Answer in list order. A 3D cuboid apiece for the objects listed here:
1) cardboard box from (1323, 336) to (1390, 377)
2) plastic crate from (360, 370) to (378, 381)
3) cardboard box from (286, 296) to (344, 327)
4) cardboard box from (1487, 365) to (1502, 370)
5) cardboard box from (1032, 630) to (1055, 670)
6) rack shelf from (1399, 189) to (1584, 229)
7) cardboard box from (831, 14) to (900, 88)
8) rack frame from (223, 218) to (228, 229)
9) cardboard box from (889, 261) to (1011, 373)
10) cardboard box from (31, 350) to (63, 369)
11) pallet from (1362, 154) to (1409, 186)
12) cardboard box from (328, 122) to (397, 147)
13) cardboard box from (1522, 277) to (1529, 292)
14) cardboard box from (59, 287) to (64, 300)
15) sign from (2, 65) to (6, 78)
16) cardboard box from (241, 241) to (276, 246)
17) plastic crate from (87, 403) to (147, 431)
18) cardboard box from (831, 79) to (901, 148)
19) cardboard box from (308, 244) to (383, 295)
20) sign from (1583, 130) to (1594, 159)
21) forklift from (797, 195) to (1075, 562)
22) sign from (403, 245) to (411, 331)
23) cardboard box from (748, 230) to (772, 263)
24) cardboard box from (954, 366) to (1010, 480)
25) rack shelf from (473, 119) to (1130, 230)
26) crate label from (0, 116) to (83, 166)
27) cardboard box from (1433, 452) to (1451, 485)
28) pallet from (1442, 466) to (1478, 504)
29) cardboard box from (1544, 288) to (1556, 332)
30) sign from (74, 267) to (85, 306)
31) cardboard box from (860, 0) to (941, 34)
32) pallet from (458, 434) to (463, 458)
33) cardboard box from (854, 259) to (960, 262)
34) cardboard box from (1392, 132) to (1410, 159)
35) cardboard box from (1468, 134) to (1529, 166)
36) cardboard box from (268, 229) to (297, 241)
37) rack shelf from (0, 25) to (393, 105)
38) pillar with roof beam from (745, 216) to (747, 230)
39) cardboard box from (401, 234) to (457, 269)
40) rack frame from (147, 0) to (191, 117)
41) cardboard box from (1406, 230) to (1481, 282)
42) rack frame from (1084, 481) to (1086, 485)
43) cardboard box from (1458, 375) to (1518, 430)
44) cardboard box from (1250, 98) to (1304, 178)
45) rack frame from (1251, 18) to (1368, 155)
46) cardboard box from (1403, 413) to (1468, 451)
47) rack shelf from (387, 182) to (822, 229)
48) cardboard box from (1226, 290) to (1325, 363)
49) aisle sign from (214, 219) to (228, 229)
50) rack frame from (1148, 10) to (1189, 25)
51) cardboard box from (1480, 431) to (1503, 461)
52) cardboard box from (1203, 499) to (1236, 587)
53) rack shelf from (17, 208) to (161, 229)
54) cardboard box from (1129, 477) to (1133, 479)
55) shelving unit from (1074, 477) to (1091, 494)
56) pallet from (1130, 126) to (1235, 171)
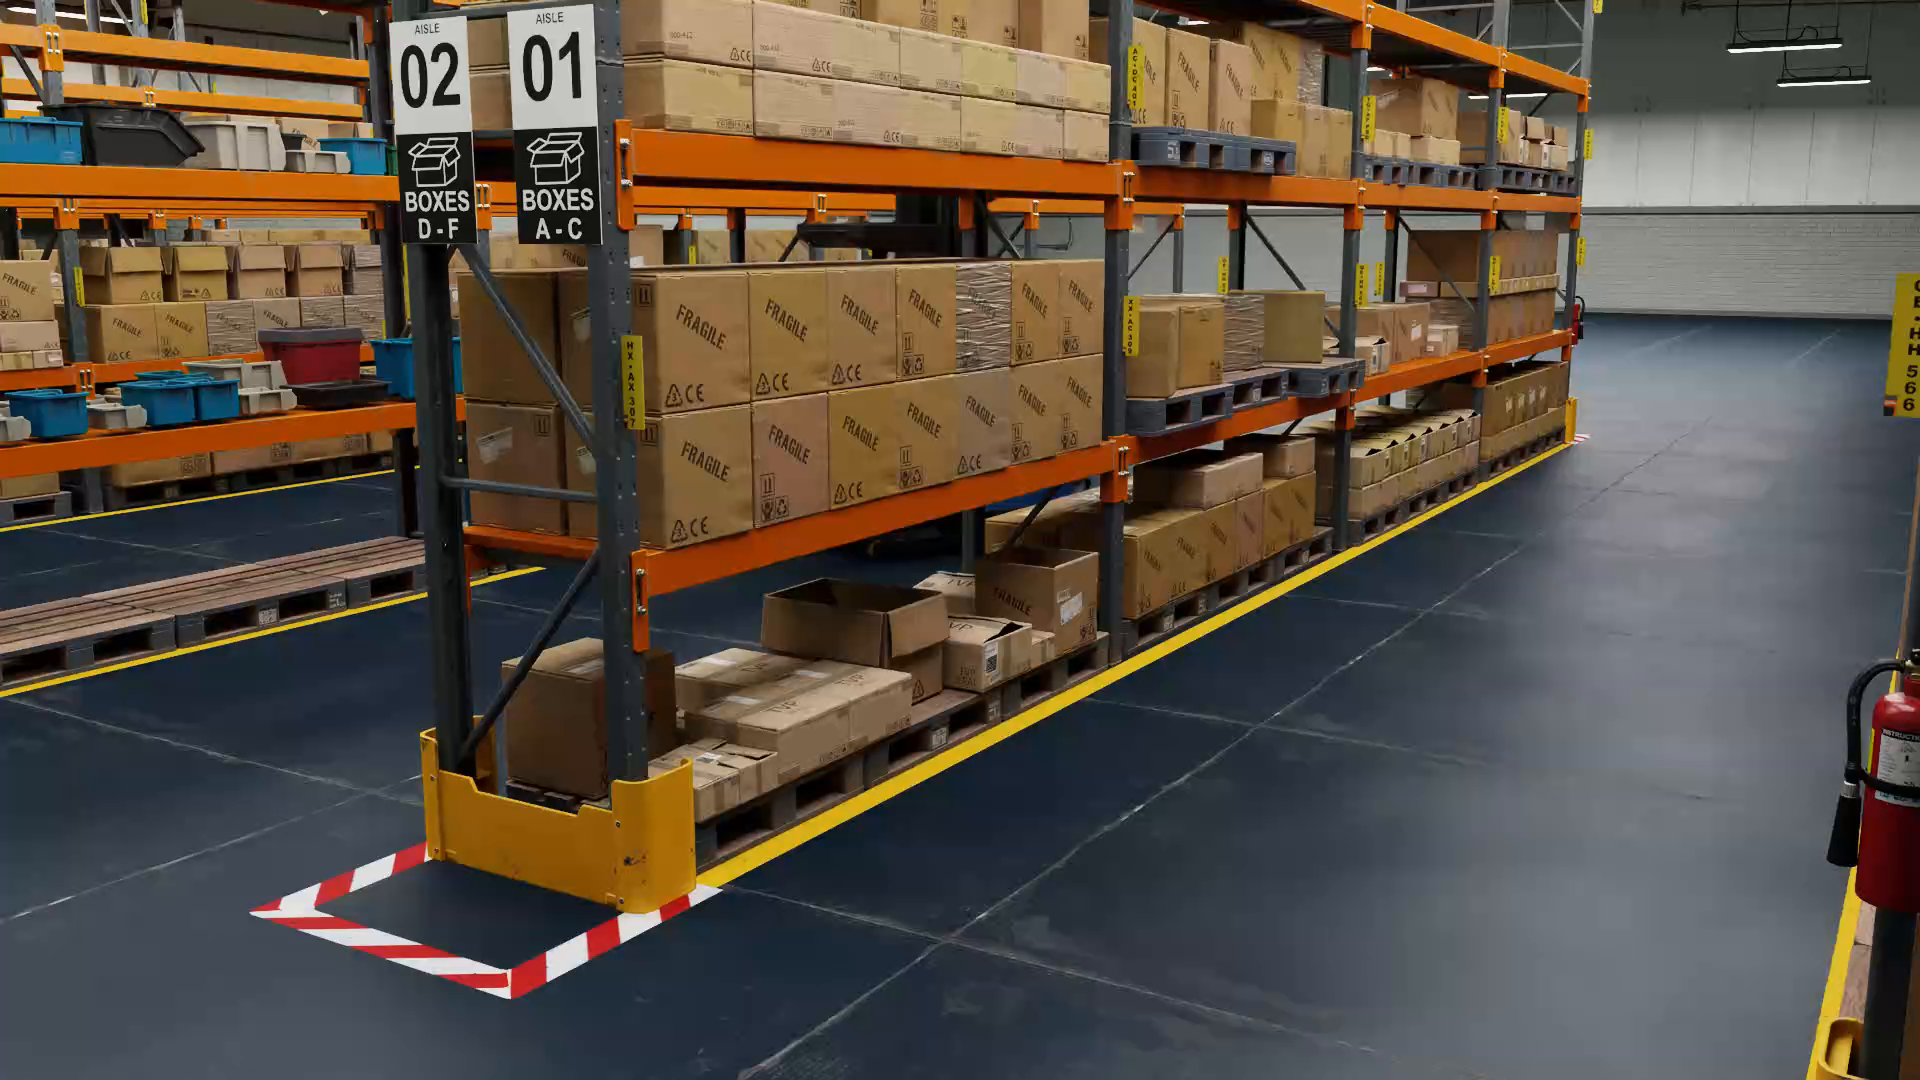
[{"bbox_3d":[3.178,-1.511,13.530,0.500,0.311,0.500,6,12,30],"label":"cardboard box"},{"bbox_3d":[-4.124,-1.118,11.740,0.396,0.136,0.243,6,12,31],"label":"plastic crate"},{"bbox_3d":[-6.492,-2.168,16.523,0.500,0.500,0.500,6,12,29],"label":"cardboard box"},{"bbox_3d":[5.726,-1.692,18.550,0.500,0.500,0.500,6,12,31],"label":"cardboard box"},{"bbox_3d":[0.275,0.563,8.761,0.380,0.149,0.250,6,12,31],"label":"cardboard box"},{"bbox_3d":[5.663,-3.497,17.699,1.077,0.370,4.000,6,12,31],"label":"rack shelf"},{"bbox_3d":[-0.597,-2.034,6.979,0.500,0.250,0.500,6,12,31],"label":"cardboard box"},{"bbox_3d":[-14.477,-5.058,32.235,1.000,3.000,0.127,6,12,31],"label":"rack frame"},{"bbox_3d":[-0.095,-1.080,7.995,0.500,0.500,0.500,6,12,31],"label":"cardboard box"},{"bbox_3d":[-7.872,-1.548,14.167,0.380,0.149,0.250,6,12,31],"label":"cardboard box"},{"bbox_3d":[2.824,-2.929,13.226,1.213,0.211,1.003,7,13,33],"label":"pallet"},{"bbox_3d":[-6.172,-4.008,17.054,0.797,0.503,0.637,7,13,34],"label":"cardboard box"},{"bbox_3d":[5.862,-2.736,17.798,0.380,0.149,0.250,6,12,30],"label":"cardboard box"},{"bbox_3d":[-10.372,-2.854,19.196,0.380,0.149,0.250,6,12,31],"label":"cardboard box"},{"bbox_3d":[-16.084,-7.826,27.963,0.100,0.325,0.005,6,12,31],"label":"sign"},{"bbox_3d":[-9.336,-3.640,21.672,0.700,0.500,0.500,6,12,30],"label":"cardboard box"},{"bbox_3d":[-4.838,-0.705,9.534,0.250,0.136,0.298,6,12,31],"label":"plastic crate"},{"bbox_3d":[-0.593,-1.788,7.022,0.500,0.250,0.500,6,12,31],"label":"cardboard box"},{"bbox_3d":[-6.310,-2.808,17.220,0.797,0.503,0.637,7,13,33],"label":"cardboard box"},{"bbox_3d":[7.158,-4.507,18.951,0.100,0.325,0.005,6,12,31],"label":"sign"},{"bbox_3d":[-0.606,-1.384,12.795,3.031,2.935,1.130,-6,12,-29],"label":"forklift"},{"bbox_3d":[-2.069,-0.955,6.313,0.100,0.325,0.005,6,12,31],"label":"sign"},{"bbox_3d":[-2.871,-3.899,22.248,0.500,0.500,0.500,6,12,31],"label":"cardboard box"},{"bbox_3d":[-0.100,-0.587,8.082,0.500,0.500,0.500,7,13,32],"label":"cardboard box"},{"bbox_3d":[-0.567,-1.610,7.619,1.077,0.370,4.000,6,12,31],"label":"rack shelf"},{"bbox_3d":[-5.082,-2.164,9.027,0.408,0.251,0.502,6,12,31],"label":"crate label"},{"bbox_3d":[4.128,-0.664,15.093,0.500,0.250,0.500,7,13,32],"label":"cardboard box"},{"bbox_3d":[4.276,-0.571,15.847,1.003,0.211,1.213,6,12,31],"label":"pallet"},{"bbox_3d":[6.448,-2.668,19.195,0.700,0.500,0.500,6,12,31],"label":"cardboard box"},{"bbox_3d":[-7.518,-2.162,14.198,0.100,0.325,0.005,6,12,31],"label":"sign"},{"bbox_3d":[-0.513,-2.501,7.435,0.700,0.500,0.500,6,12,31],"label":"cardboard box"},{"bbox_3d":[-5.510,-1.132,18.840,1.003,0.211,1.213,6,12,31],"label":"pallet"},{"bbox_3d":[-0.281,-1.216,8.721,0.500,0.500,0.500,6,12,29],"label":"cardboard box"},{"bbox_3d":[3.580,-3.374,14.353,0.500,0.250,0.500,5,12,26],"label":"cardboard box"},{"bbox_3d":[5.392,-3.906,16.652,0.500,0.311,0.500,6,12,28],"label":"cardboard box"},{"bbox_3d":[-11.328,-4.845,27.301,0.700,0.500,0.500,6,12,29],"label":"cardboard box"},{"bbox_3d":[-6.955,-4.464,15.798,1.077,0.370,4.000,6,12,31],"label":"rack shelf"},{"bbox_3d":[-2.584,-10.403,44.482,9.100,9.000,0.548,6,12,31],"label":"pillar with roof beam"},{"bbox_3d":[-7.806,-4.158,24.083,0.875,0.550,0.550,6,12,31],"label":"cardboard box"},{"bbox_3d":[-12.310,-6.904,25.793,1.000,3.000,0.127,6,12,31],"label":"rack frame"},{"bbox_3d":[4.850,-2.819,16.477,0.700,0.500,0.500,6,12,31],"label":"cardboard box"},{"bbox_3d":[0.932,-1.241,14.294,0.400,2.100,0.015,3,11,18],"label":"rack frame"},{"bbox_3d":[5.386,-1.407,17.028,0.500,0.500,0.500,6,12,31],"label":"cardboard box"},{"bbox_3d":[1.816,-2.722,11.335,0.910,0.500,0.500,6,12,31],"label":"cardboard box"},{"bbox_3d":[2.548,-4.381,12.317,1.000,3.000,0.127,6,12,31],"label":"rack frame"},{"bbox_3d":[4.395,-1.019,15.465,0.500,0.311,0.500,7,13,32],"label":"cardboard box"},{"bbox_3d":[-2.722,-2.713,13.510,1.077,0.370,4.000,6,12,31],"label":"rack shelf"},{"bbox_3d":[2.317,-1.578,12.234,0.700,0.500,0.500,2,11,12],"label":"cardboard box"},{"bbox_3d":[-14.192,-6.318,31.901,0.394,0.787,0.004,6,12,31],"label":"aisle sign"},{"bbox_3d":[2.470,-6.113,21.568,1.000,3.000,0.127,6,12,31],"label":"rack frame"},{"bbox_3d":[5.125,-0.960,16.678,0.500,0.250,0.500,6,12,31],"label":"cardboard box"},{"bbox_3d":[1.464,-0.007,10.850,0.500,0.500,0.500,7,12,31],"label":"cardboard box"},{"bbox_3d":[-11.142,-3.675,18.653,1.077,0.370,4.000,6,12,31],"label":"rack shelf"},{"bbox_3d":[1.536,-0.215,11.960,0.500,0.500,0.500,6,12,30],"label":"cardboard box"},{"bbox_3d":[0.855,-1.199,14.066,0.431,2.100,0.503,3,11,18],"label":"shelving unit"},{"bbox_3d":[0.870,-2.281,9.762,1.213,0.211,1.003,6,12,31],"label":"pallet"}]
